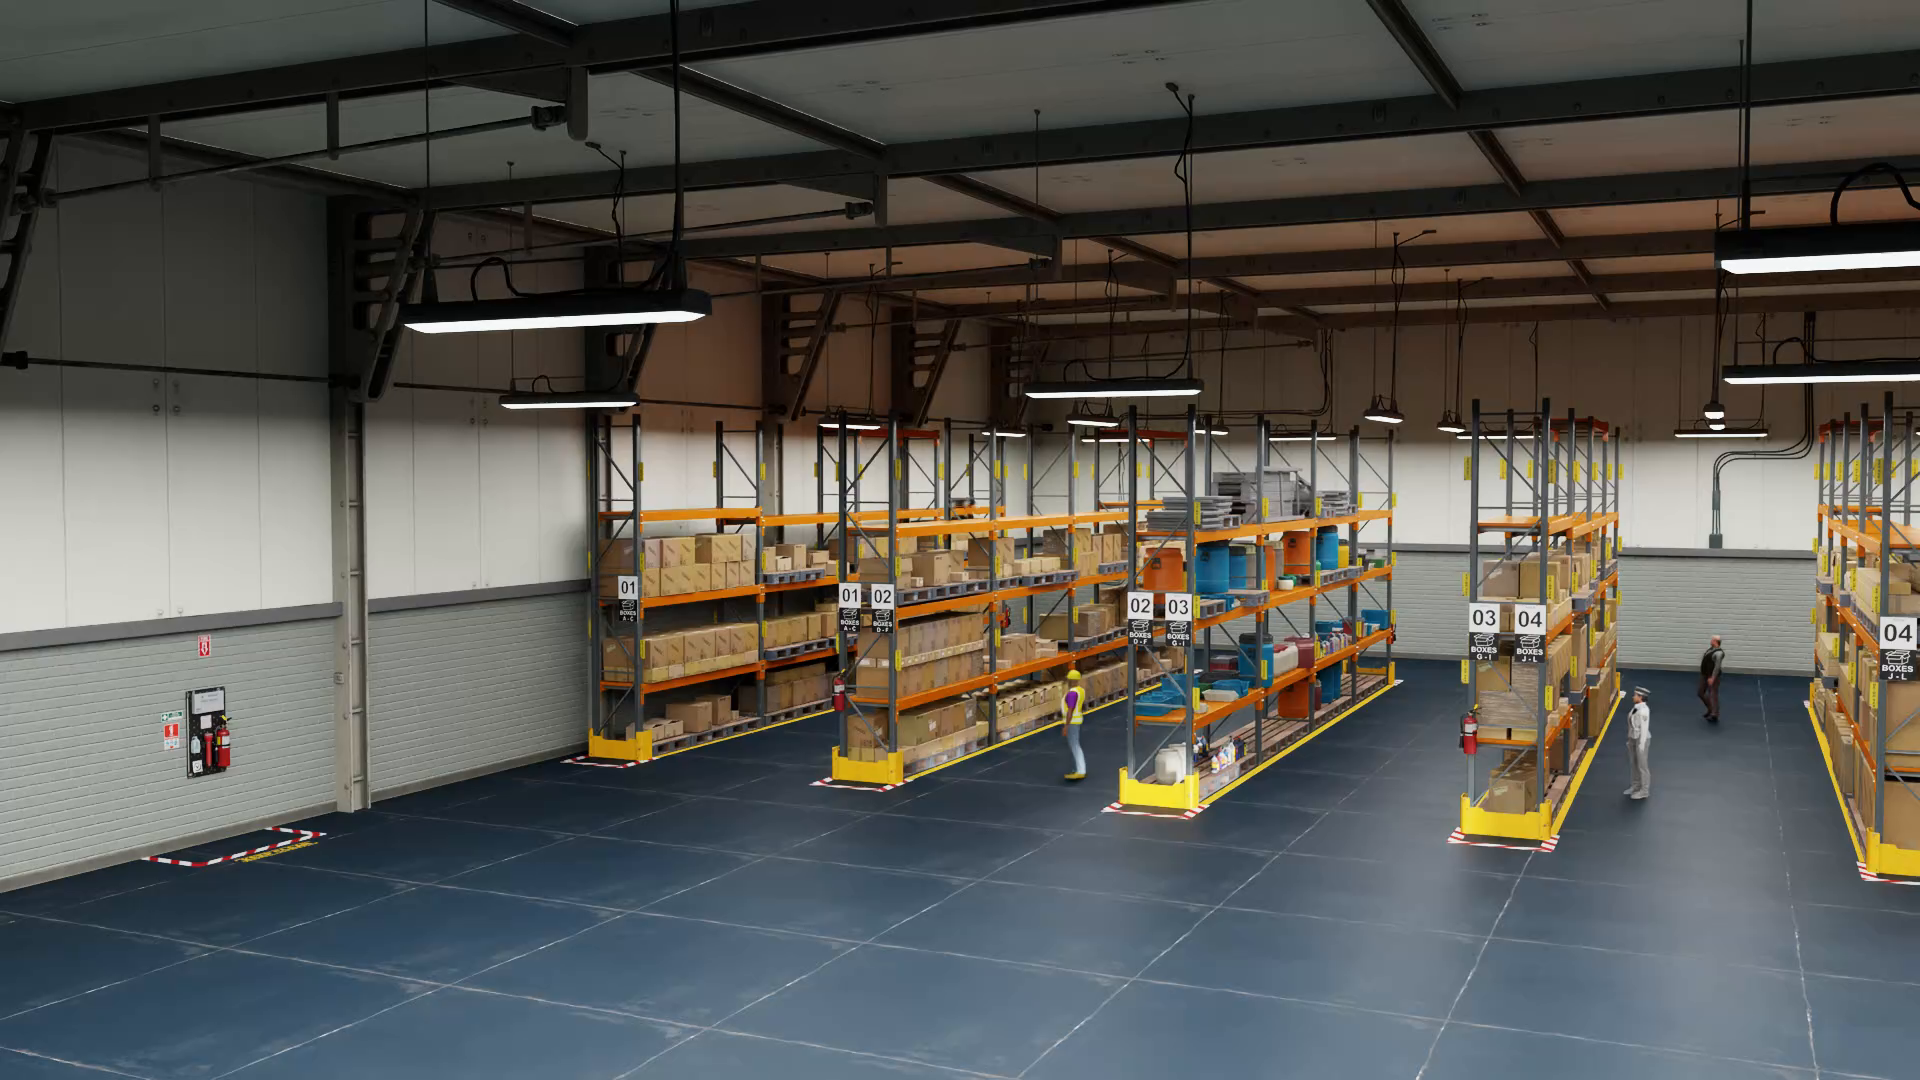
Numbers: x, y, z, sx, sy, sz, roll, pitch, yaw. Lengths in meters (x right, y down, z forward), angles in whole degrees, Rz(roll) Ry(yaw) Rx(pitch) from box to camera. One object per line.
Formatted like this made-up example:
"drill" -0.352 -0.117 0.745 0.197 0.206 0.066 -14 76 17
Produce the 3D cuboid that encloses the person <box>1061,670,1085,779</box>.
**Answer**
"person" 1.843 3.010 27.049 0.398 1.790 0.669 0 2 8

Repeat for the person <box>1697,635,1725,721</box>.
"person" 15.131 2.768 33.479 0.430 1.724 0.628 0 2 -4

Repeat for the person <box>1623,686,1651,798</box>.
"person" 10.444 3.097 25.603 0.377 1.696 0.517 0 2 -5
